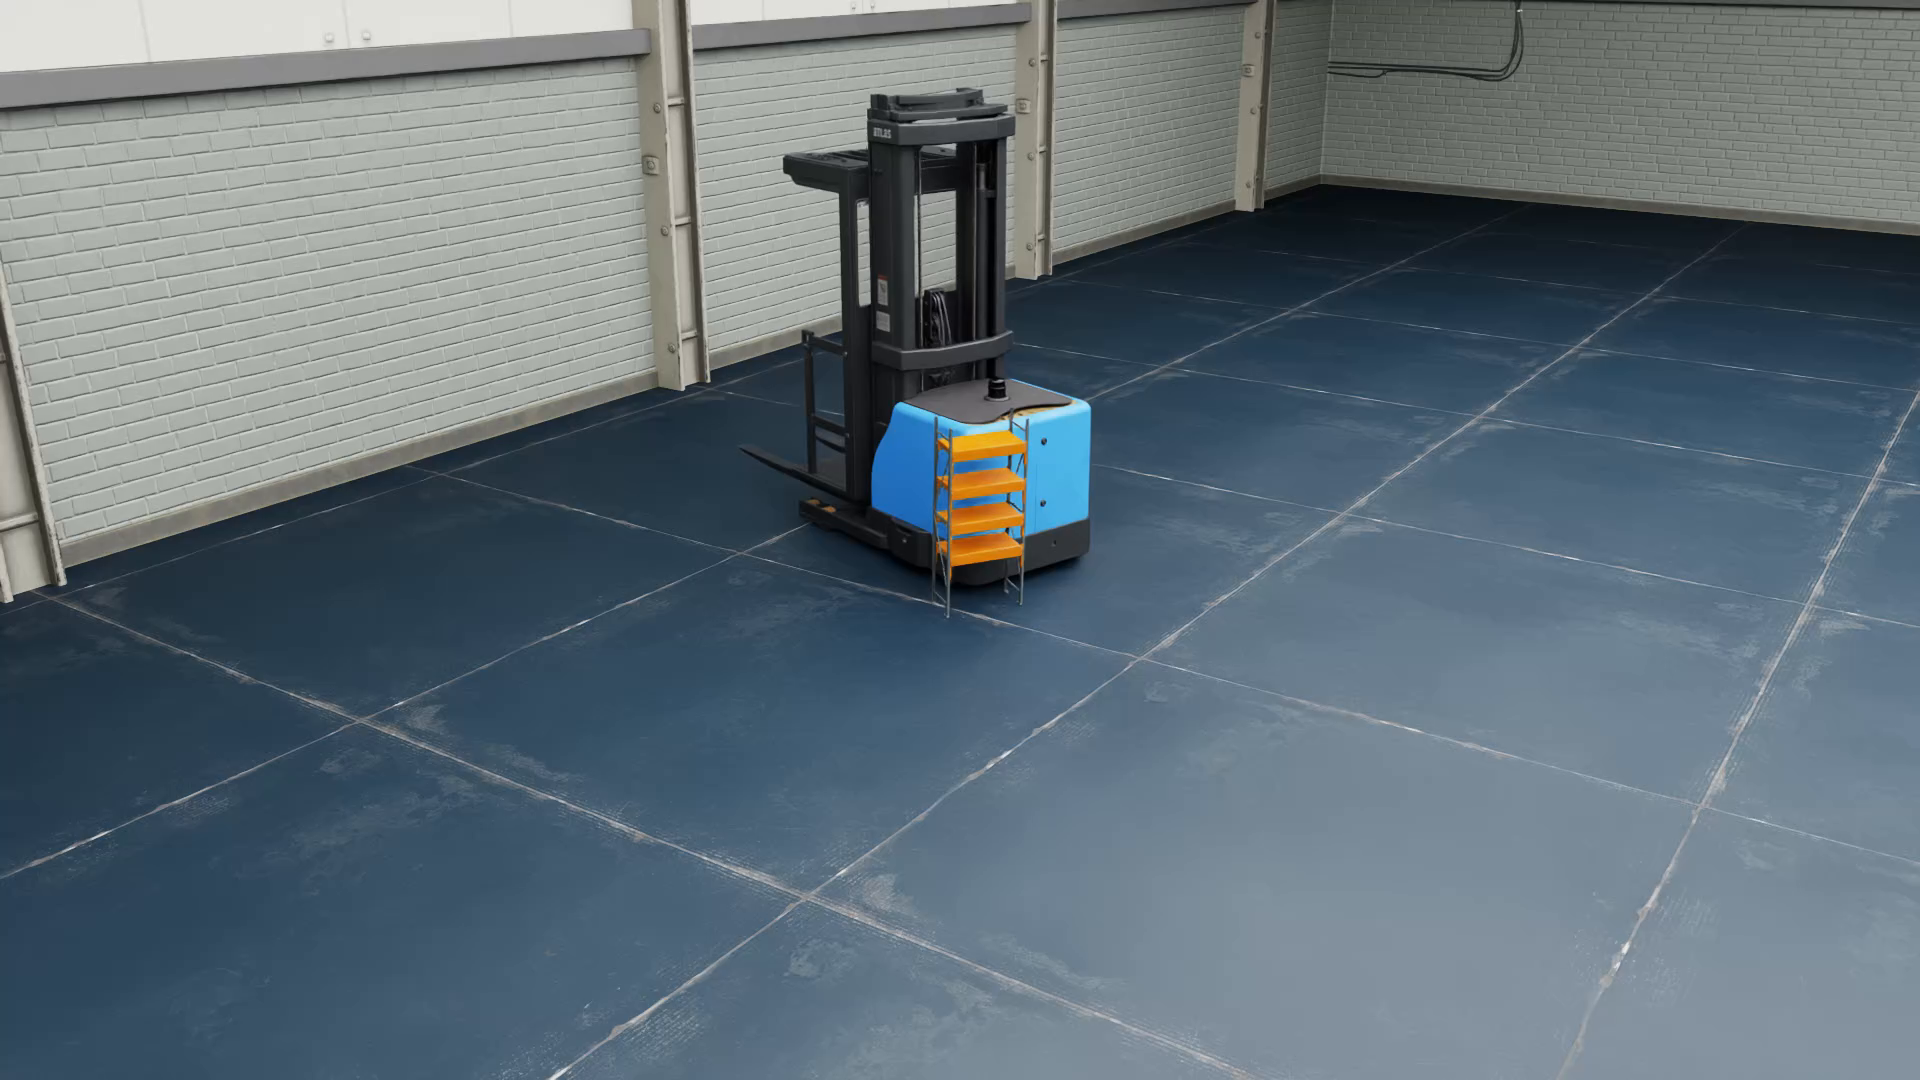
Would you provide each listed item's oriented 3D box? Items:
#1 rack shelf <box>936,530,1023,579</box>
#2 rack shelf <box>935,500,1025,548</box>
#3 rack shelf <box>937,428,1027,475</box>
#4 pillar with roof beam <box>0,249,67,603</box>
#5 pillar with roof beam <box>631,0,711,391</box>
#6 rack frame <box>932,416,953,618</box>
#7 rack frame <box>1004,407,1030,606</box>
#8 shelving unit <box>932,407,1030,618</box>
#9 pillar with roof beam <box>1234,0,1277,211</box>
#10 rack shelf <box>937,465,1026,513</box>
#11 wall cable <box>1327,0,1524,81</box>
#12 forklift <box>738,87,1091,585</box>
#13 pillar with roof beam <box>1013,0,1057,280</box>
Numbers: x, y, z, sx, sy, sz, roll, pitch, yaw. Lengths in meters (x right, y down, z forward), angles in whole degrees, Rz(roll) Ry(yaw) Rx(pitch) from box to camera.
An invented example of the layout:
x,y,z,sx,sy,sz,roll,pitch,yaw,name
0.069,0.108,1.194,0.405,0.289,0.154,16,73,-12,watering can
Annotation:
x,y,z,sx,sy,sz,roll,pitch,yaw,name
0.111,0.083,10.058,0.480,0.148,0.258,-9,25,-22,rack shelf
0.115,-0.100,9.980,0.480,0.148,0.258,-9,25,-22,rack shelf
0.125,-0.523,9.801,0.480,0.148,0.258,-9,25,-22,rack shelf
-2.323,-3.079,6.618,9.100,9.000,0.400,13,24,32,pillar with roof beam
1.050,-4.801,11.272,9.100,9.000,0.400,13,24,32,pillar with roof beam
-0.107,-0.127,9.862,0.015,1.200,0.240,-9,25,-22,rack frame
0.340,-0.196,10.046,0.015,1.200,0.240,-9,25,-22,rack frame
0.117,-0.162,9.954,0.503,1.200,0.258,-9,25,-22,shelving unit
7.795,-8.244,20.580,9.100,9.000,0.400,13,24,32,pillar with roof beam
0.120,-0.306,9.893,0.480,0.148,0.258,-9,25,-22,rack shelf
6.985,-8.214,24.976,3.097,2.526,0.112,13,24,32,wall cable
-0.466,-1.535,11.189,1.130,2.935,3.031,-16,25,-36,forklift
4.422,-6.522,15.926,9.100,9.000,0.400,13,24,32,pillar with roof beam
